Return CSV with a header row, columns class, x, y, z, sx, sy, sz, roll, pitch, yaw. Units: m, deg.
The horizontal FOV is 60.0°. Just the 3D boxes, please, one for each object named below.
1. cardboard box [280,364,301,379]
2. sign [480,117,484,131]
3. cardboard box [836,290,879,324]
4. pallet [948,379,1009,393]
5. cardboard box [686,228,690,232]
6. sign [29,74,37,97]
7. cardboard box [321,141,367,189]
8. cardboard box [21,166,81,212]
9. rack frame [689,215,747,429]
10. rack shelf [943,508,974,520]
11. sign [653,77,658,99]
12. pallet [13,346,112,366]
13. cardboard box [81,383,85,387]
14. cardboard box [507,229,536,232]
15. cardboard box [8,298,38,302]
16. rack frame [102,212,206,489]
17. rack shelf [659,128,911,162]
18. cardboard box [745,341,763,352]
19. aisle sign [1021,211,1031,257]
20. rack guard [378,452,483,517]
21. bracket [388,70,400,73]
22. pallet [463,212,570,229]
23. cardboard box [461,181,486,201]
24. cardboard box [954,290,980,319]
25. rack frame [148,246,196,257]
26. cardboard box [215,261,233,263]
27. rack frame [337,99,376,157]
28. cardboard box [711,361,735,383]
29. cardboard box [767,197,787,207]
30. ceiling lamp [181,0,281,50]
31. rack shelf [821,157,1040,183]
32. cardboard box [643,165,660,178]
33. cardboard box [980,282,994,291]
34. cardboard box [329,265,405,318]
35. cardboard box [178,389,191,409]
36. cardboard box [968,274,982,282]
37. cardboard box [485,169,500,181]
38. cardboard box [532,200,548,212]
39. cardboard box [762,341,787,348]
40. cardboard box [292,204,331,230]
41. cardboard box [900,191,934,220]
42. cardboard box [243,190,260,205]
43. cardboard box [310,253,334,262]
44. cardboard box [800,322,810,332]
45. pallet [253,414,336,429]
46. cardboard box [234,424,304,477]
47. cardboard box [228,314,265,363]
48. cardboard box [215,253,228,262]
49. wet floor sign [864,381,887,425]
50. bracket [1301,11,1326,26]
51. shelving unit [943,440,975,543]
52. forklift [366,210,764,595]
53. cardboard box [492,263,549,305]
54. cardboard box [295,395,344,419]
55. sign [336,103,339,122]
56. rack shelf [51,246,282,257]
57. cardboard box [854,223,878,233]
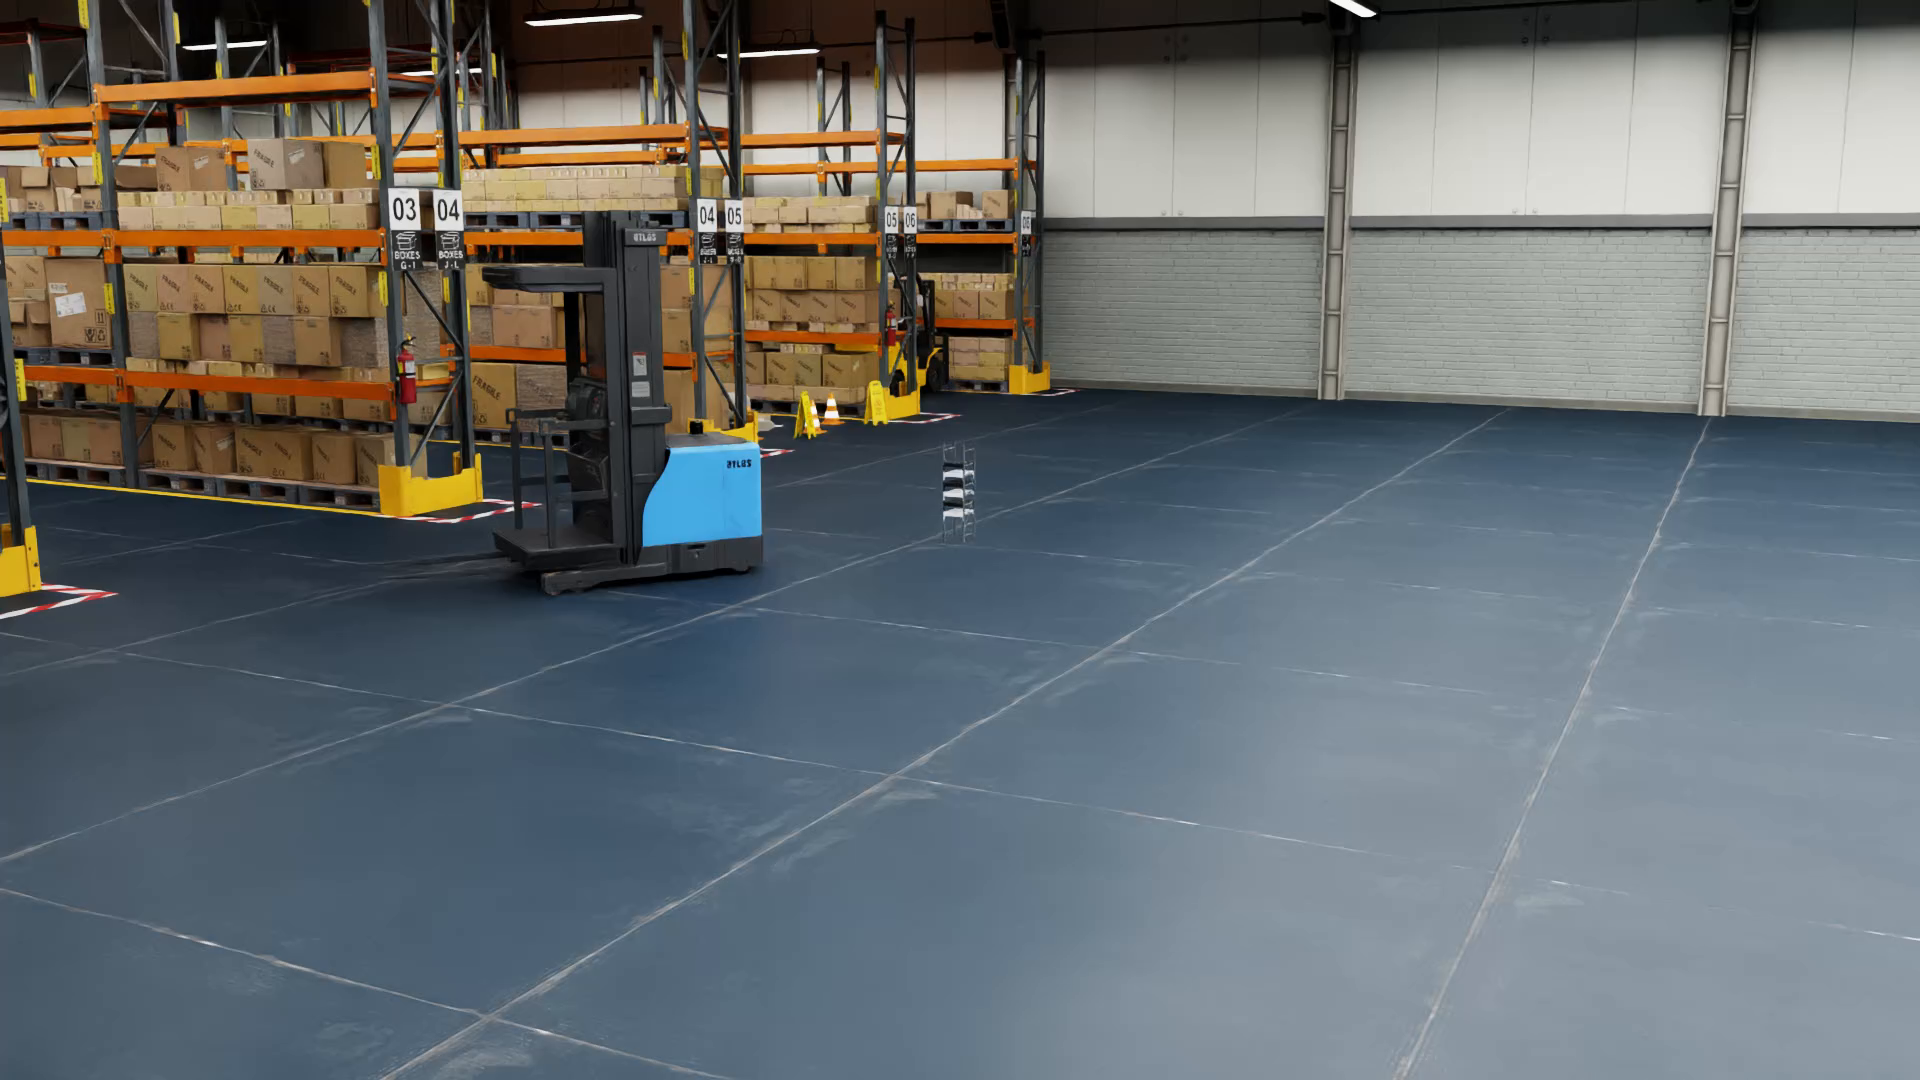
class,x,y,z,sx,sy,sz,roll,pitch,yaw
cardboard box,-6.815,-1.766,17.269,0.250,0.149,0.380,5,11,26
sign,-9.780,-8.491,34.031,0.005,0.325,0.100,5,11,26
cardboard box,-1.564,-3.581,25.477,0.500,0.500,0.500,5,11,25
pallet,0.534,-2.861,30.446,1.213,0.211,1.003,5,11,26
cardboard box,-4.162,-4.961,26.499,0.250,0.149,0.380,5,11,26
sign,-14.073,-6.899,25.237,0.005,0.325,0.100,5,11,26
cardboard box,-6.552,-3.882,17.312,0.500,0.500,0.500,5,11,26
cardboard box,-10.150,-3.980,18.904,0.637,0.503,0.797,6,12,28
rack frame,-3.055,-2.588,21.108,0.127,3.000,1.000,5,11,26
rack shelf,-0.007,-0.234,15.192,0.200,0.077,0.258,5,11,26
sign,-4.783,-7.102,26.137,0.005,0.325,0.100,5,11,26
pallet,-10.721,-2.190,19.449,1.213,0.211,1.003,5,11,26
cardboard box,-14.000,-2.564,26.963,0.250,0.149,0.380,6,12,28
cardboard box,-7.284,-5.466,28.305,0.500,0.500,0.700,5,11,26
cardboard box,-11.467,-2.626,19.857,0.500,0.500,0.700,7,12,34
rack frame,-8.927,-2.119,18.516,0.127,3.000,1.000,5,11,26
rack shelf,-2.749,-6.141,25.921,4.000,0.370,1.077,5,11,26
cardboard box,-3.343,-3.074,26.405,0.250,0.149,0.380,6,12,29
aisle sign,1.167,-5.407,29.382,0.004,0.787,0.394,5,11,26
rack guard,-5.408,-0.580,17.030,0.348,0.500,1.175,5,11,26
bracket,-12.589,-10.226,36.359,4.783,0.066,0.076,5,11,26
pallet,-5.913,-4.269,22.224,1.213,0.211,1.003,5,11,26
cardboard box,-6.327,-4.624,22.063,0.500,0.250,0.500,5,11,26
cardboard box,0.219,-4.268,30.109,0.500,0.500,0.500,5,12,28
rack frame,-15.304,-4.647,32.486,0.127,3.000,1.000,5,11,26
cardboard box,-13.620,-4.987,31.275,0.500,0.500,0.500,5,11,26
rack frame,-13.111,-8.392,36.334,0.127,3.000,1.000,5,11,26
cardboard box,-3.647,-2.795,26.684,0.500,0.500,0.500,6,12,28
cardboard box,-2.779,-5.226,25.729,0.250,0.149,0.380,5,12,27
ceiling lamp,-11.935,-9.742,27.400,2.000,3.185,0.800,5,11,26
rack shelf,-0.556,-6.738,30.338,4.000,0.370,1.077,5,11,26
cardboard box,-3.730,-4.581,20.703,0.250,0.149,0.380,5,11,26
cardboard box,0.561,-4.546,29.824,0.250,0.149,0.380,5,12,27
cardboard box,-5.943,-2.495,16.672,0.500,0.500,0.500,5,11,26
cardboard box,-11.399,-2.247,25.061,0.500,0.500,0.500,6,12,28
cardboard box,0.342,-4.720,29.948,0.250,0.149,0.380,5,12,27
cardboard box,-6.010,-4.781,21.808,0.250,0.149,0.380,5,11,25
cardboard box,-5.323,-4.328,21.547,0.250,0.149,0.380,5,11,26
cardboard box,-3.515,-3.635,32.379,0.625,0.625,0.875,5,11,25
cardboard box,-6.334,-3.242,16.721,0.500,0.250,0.500,5,11,26
cardboard box,-0.649,-6.107,30.379,0.637,0.503,0.797,5,12,28
cardboard box,-7.116,-3.507,17.064,0.250,0.149,0.380,4,11,23
cardboard box,-11.885,-5.259,30.955,0.250,0.149,0.380,5,11,25
cardboard box,-2.294,-3.342,25.980,0.250,0.149,0.380,5,11,27
pallet,-9.555,-1.772,24.429,1.213,0.211,1.003,5,11,26
cardboard box,-7.478,-0.978,18.048,0.500,0.500,0.500,4,11,21
cardboard box,-7.195,-2.155,17.599,0.500,0.500,0.875,5,11,26
cardboard box,-13.736,-5.307,31.219,0.250,0.149,0.380,5,11,24
wet floor sign,-1.258,-2.042,24.702,0.267,0.644,0.232,-10,14,-43
bracket,5.864,-8.605,27.400,0.430,0.232,0.235,5,11,26
shelving unit,-0.007,-0.443,15.154,0.210,0.900,0.258,5,11,26
forklift,-3.161,-1.124,13.213,3.031,2.935,1.130,-6,12,-29
cardboard box,-5.782,-3.449,22.412,0.550,0.550,0.875,5,11,26
cardboard box,-8.937,-2.187,24.031,0.750,0.750,1.050,5,11,27
sign,-11.487,-7.870,30.604,0.005,0.325,0.100,5,11,26
rack shelf,-12.023,-4.498,25.258,4.000,0.370,1.077,5,11,26
cardboard box,-1.399,-4.722,25.183,0.250,0.149,0.380,5,11,26
